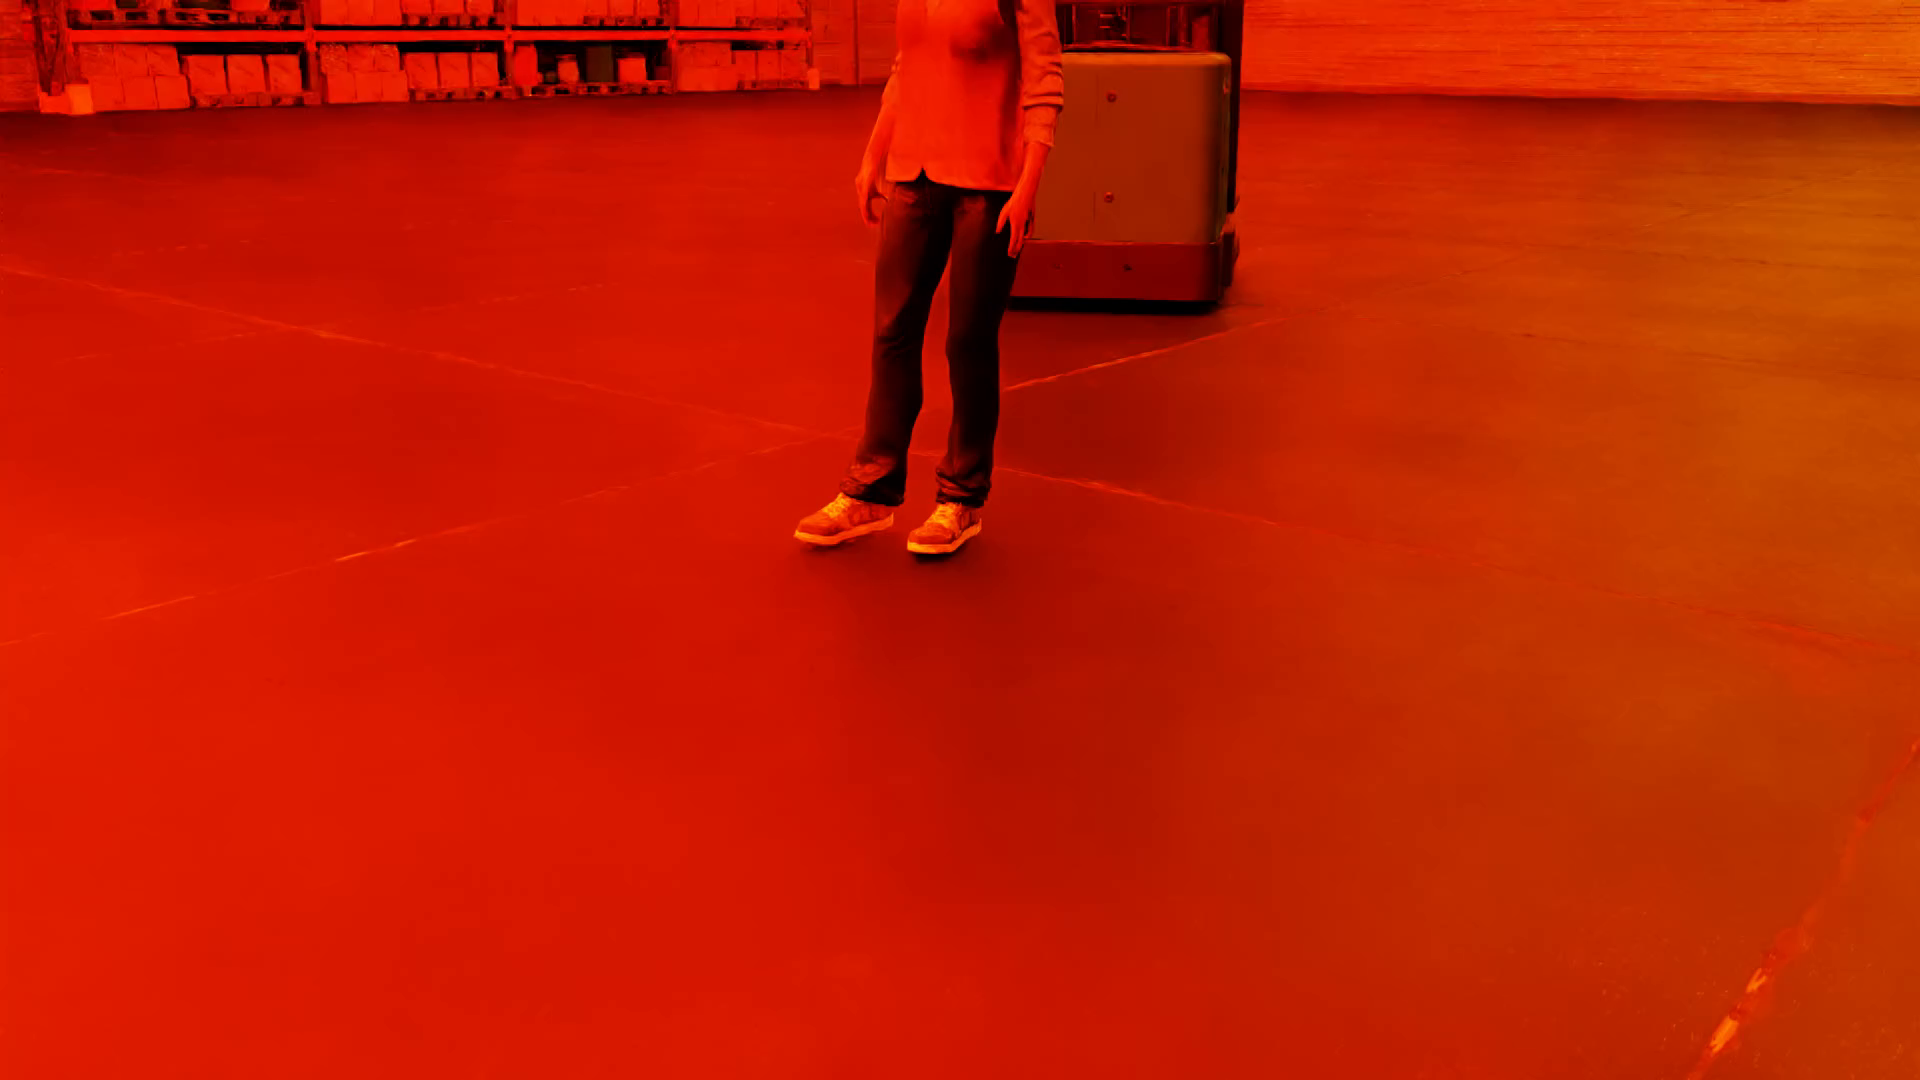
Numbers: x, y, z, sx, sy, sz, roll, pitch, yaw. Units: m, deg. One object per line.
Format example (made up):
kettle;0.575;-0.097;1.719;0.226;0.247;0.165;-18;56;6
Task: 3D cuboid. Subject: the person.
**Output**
person;-0.058;-0.757;3.662;0.520;1.597;0.474;13;21;37

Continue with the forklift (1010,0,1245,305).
forklift;0.854;-2.797;8.109;1.130;2.935;3.031;3;17;11
